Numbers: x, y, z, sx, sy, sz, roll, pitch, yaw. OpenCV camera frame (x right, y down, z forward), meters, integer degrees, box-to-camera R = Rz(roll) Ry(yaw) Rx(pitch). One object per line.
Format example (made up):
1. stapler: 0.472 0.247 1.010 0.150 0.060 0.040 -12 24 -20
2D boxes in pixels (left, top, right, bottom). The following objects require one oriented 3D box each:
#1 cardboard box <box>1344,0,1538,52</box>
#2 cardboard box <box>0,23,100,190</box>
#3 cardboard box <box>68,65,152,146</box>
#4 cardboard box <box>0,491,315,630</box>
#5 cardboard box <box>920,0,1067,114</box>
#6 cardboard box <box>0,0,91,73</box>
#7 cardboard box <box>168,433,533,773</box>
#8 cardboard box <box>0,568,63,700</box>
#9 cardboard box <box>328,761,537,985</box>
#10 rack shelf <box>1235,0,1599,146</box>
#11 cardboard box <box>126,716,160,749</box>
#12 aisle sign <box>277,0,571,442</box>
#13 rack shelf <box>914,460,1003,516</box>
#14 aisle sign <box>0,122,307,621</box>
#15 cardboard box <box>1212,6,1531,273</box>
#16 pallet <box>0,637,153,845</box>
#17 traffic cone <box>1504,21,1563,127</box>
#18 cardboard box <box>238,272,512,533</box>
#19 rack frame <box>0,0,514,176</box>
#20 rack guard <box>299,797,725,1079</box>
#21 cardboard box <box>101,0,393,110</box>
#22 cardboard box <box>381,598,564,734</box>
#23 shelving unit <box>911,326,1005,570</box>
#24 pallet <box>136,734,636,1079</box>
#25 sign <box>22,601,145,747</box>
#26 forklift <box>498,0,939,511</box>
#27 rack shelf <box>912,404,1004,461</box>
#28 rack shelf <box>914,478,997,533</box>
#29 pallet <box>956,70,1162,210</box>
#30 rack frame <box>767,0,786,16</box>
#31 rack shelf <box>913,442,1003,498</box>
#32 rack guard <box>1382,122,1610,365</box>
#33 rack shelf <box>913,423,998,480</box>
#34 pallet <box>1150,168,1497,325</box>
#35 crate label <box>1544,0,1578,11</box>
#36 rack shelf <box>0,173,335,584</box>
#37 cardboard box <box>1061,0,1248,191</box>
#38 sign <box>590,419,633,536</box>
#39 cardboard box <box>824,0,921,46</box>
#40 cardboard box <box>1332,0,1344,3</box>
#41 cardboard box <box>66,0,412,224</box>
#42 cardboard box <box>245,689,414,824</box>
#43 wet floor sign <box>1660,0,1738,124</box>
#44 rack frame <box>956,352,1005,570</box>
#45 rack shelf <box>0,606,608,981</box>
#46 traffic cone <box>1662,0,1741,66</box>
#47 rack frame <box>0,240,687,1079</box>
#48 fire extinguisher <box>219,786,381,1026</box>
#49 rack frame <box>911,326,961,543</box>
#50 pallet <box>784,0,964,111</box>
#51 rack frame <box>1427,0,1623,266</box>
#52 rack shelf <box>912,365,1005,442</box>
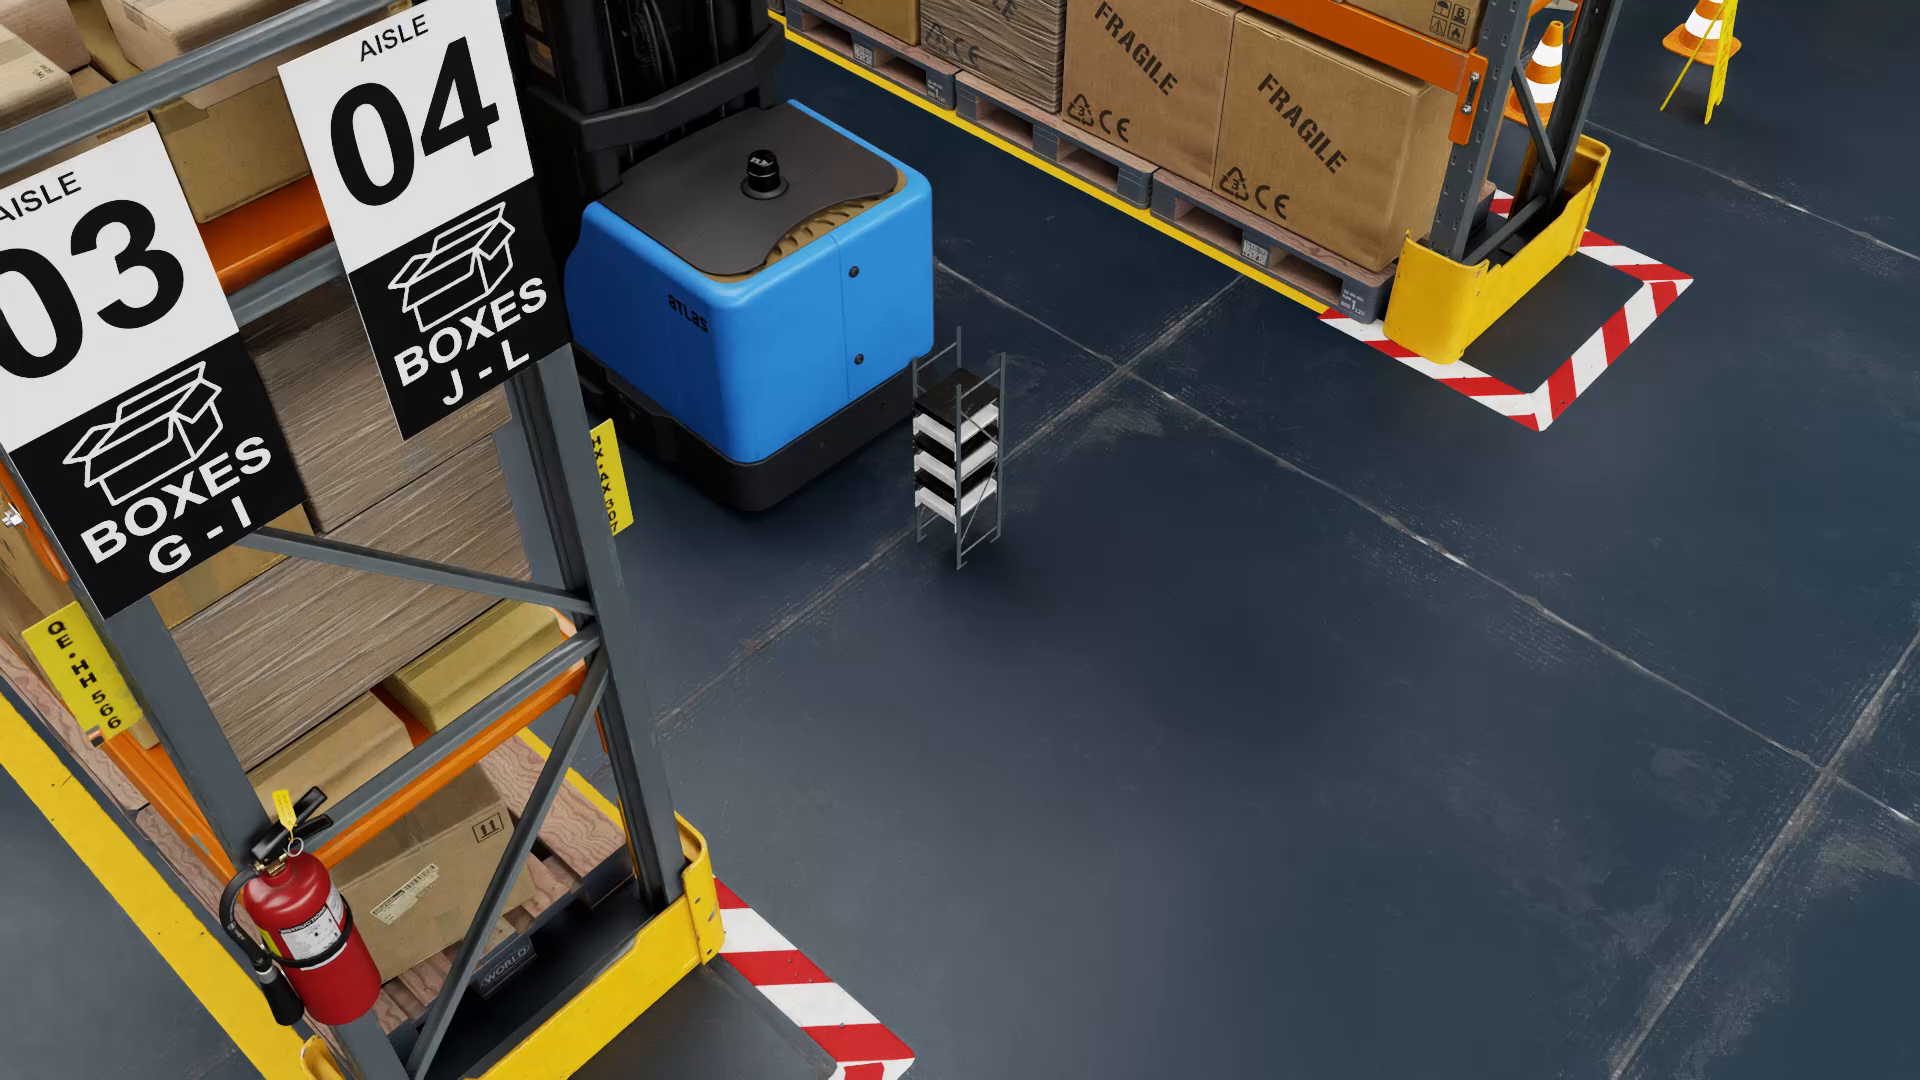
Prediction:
1. cardboard box: 1.974 -2.358 6.304 0.550 0.550 0.875 34 55 28
2. cardboard box: -1.577 -0.622 2.549 0.250 0.149 0.380 34 55 28
3. cardboard box: -1.688 -0.618 2.818 0.500 0.250 0.500 35 56 28
4. cardboard box: -1.733 -0.158 3.382 0.500 0.500 0.500 34 55 28
5. cardboard box: 0.417 -2.750 7.943 0.875 0.875 0.875 34 56 28
6. cardboard box: -1.689 -0.814 2.728 0.250 0.149 0.380 32 55 27
7. cardboard box: -1.547 0.037 3.885 0.500 0.500 0.875 34 55 28
8. cardboard box: -1.996 -0.146 4.057 0.500 0.500 0.875 34 55 28
9. cardboard box: -1.609 0.854 4.817 0.500 0.500 0.500 -28 53 -24
10. rack shelf: 0.807 -2.890 7.400 4.000 0.370 1.077 34 55 28
11. cardboard box: -1.913 0.295 4.087 0.250 0.149 0.380 34 55 28
12. aisle sign: -0.912 -0.560 2.935 0.004 0.787 0.394 34 55 28
13. rack shelf: -0.006 -0.228 6.016 0.200 0.077 0.258 34 55 28
14. aisle sign: -1.319 -0.239 2.633 0.004 0.787 0.394 34 55 28
15. cardboard box: 1.734 -1.864 7.112 0.875 0.875 0.875 34 56 28
16. pallet: -2.682 0.353 5.774 1.213 0.211 1.003 34 55 28
17. traffic cone: 2.850 -2.302 8.094 0.334 0.463 0.336 34 55 28
18. cardboard box: -1.381 -0.437 3.644 0.500 0.500 0.500 34 55 28
19. rack frame: -1.161 -1.594 1.574 0.127 3.000 1.000 34 55 28
20. rack guard: -1.217 1.278 4.707 0.348 0.500 1.175 34 55 28
21. cardboard box: -1.207 -0.912 2.821 0.250 0.149 0.380 34 55 27
22. cardboard box: -1.209 0.277 4.105 0.250 0.149 0.380 34 55 28
23. shelving unit: -0.006 -0.312 5.926 0.210 0.900 0.258 34 55 28
24. pallet: -1.790 0.956 5.208 1.213 0.211 1.003 34 55 28
25. sign: -1.552 0.243 2.954 0.005 0.325 0.100 34 55 28
26. forklift: -1.488 -2.077 6.190 3.031 2.935 1.130 36 56 29
27. rack shelf: -0.006 -0.412 5.819 0.200 0.077 0.258 34 55 28
28. rack shelf: -0.006 -0.166 6.081 0.200 0.077 0.258 34 55 28
29. pallet: 0.744 -2.150 8.124 1.213 0.211 1.003 34 55 28
30. rack frame: -0.662 -4.125 8.066 0.127 3.000 1.000 34 55 28
31. rack shelf: -0.006 -0.289 5.950 0.200 0.077 0.258 34 55 28
32. rack guard: 2.295 -1.280 7.109 0.348 0.500 1.175 34 55 28
33. rack shelf: -0.006 -0.351 5.884 0.200 0.077 0.258 34 55 28
34. pallet: 1.636 -1.546 7.557 1.213 0.211 1.003 34 55 28
35. crate label: 3.246 -2.984 8.958 0.298 0.136 0.250 9 48 9
36. rack shelf: -2.631 -1.310 3.858 4.000 0.370 1.077 34 55 28
37. cardboard box: 1.086 -2.298 7.519 0.875 0.875 0.875 33 55 27
38. sign: -0.793 -0.127 3.718 0.005 0.325 0.100 34 55 28
39. cardboard box: -0.248 -3.193 8.360 0.875 0.875 0.875 35 56 28
40. cardboard box: 1.555 -2.618 6.548 0.550 0.550 0.875 34 55 28
41. cardboard box: -1.340 -0.892 3.076 0.500 0.250 0.500 36 56 29
42. cardboard box: -1.511 0.515 3.881 0.250 0.149 0.380 34 55 28
43. wet floor sign: 3.641 -2.388 8.050 0.232 0.644 0.267 25 52 22
44. rack frame: 0.069 -0.262 5.879 0.006 0.900 0.240 34 55 28
45. rack shelf: -2.631 -0.283 4.952 4.000 0.370 1.077 34 55 28
46. traffic cone: 3.866 -2.740 8.505 0.334 0.463 0.336 34 55 28
47. rack frame: -1.161 0.460 3.761 0.127 3.000 1.000 34 55 28
48. fire extinguisher: -1.390 0.790 3.504 0.183 0.674 0.296 34 55 28
49. rack frame: -0.081 -0.362 5.973 0.006 0.900 0.240 34 55 28
50. pallet: -0.157 -2.753 8.690 1.213 0.211 1.003 34 55 28
51. rack frame: 2.277 -2.147 6.209 0.127 3.000 1.000 34 55 28
52. rack shelf: -0.006 -0.474 5.753 0.200 0.077 0.258 34 55 28
